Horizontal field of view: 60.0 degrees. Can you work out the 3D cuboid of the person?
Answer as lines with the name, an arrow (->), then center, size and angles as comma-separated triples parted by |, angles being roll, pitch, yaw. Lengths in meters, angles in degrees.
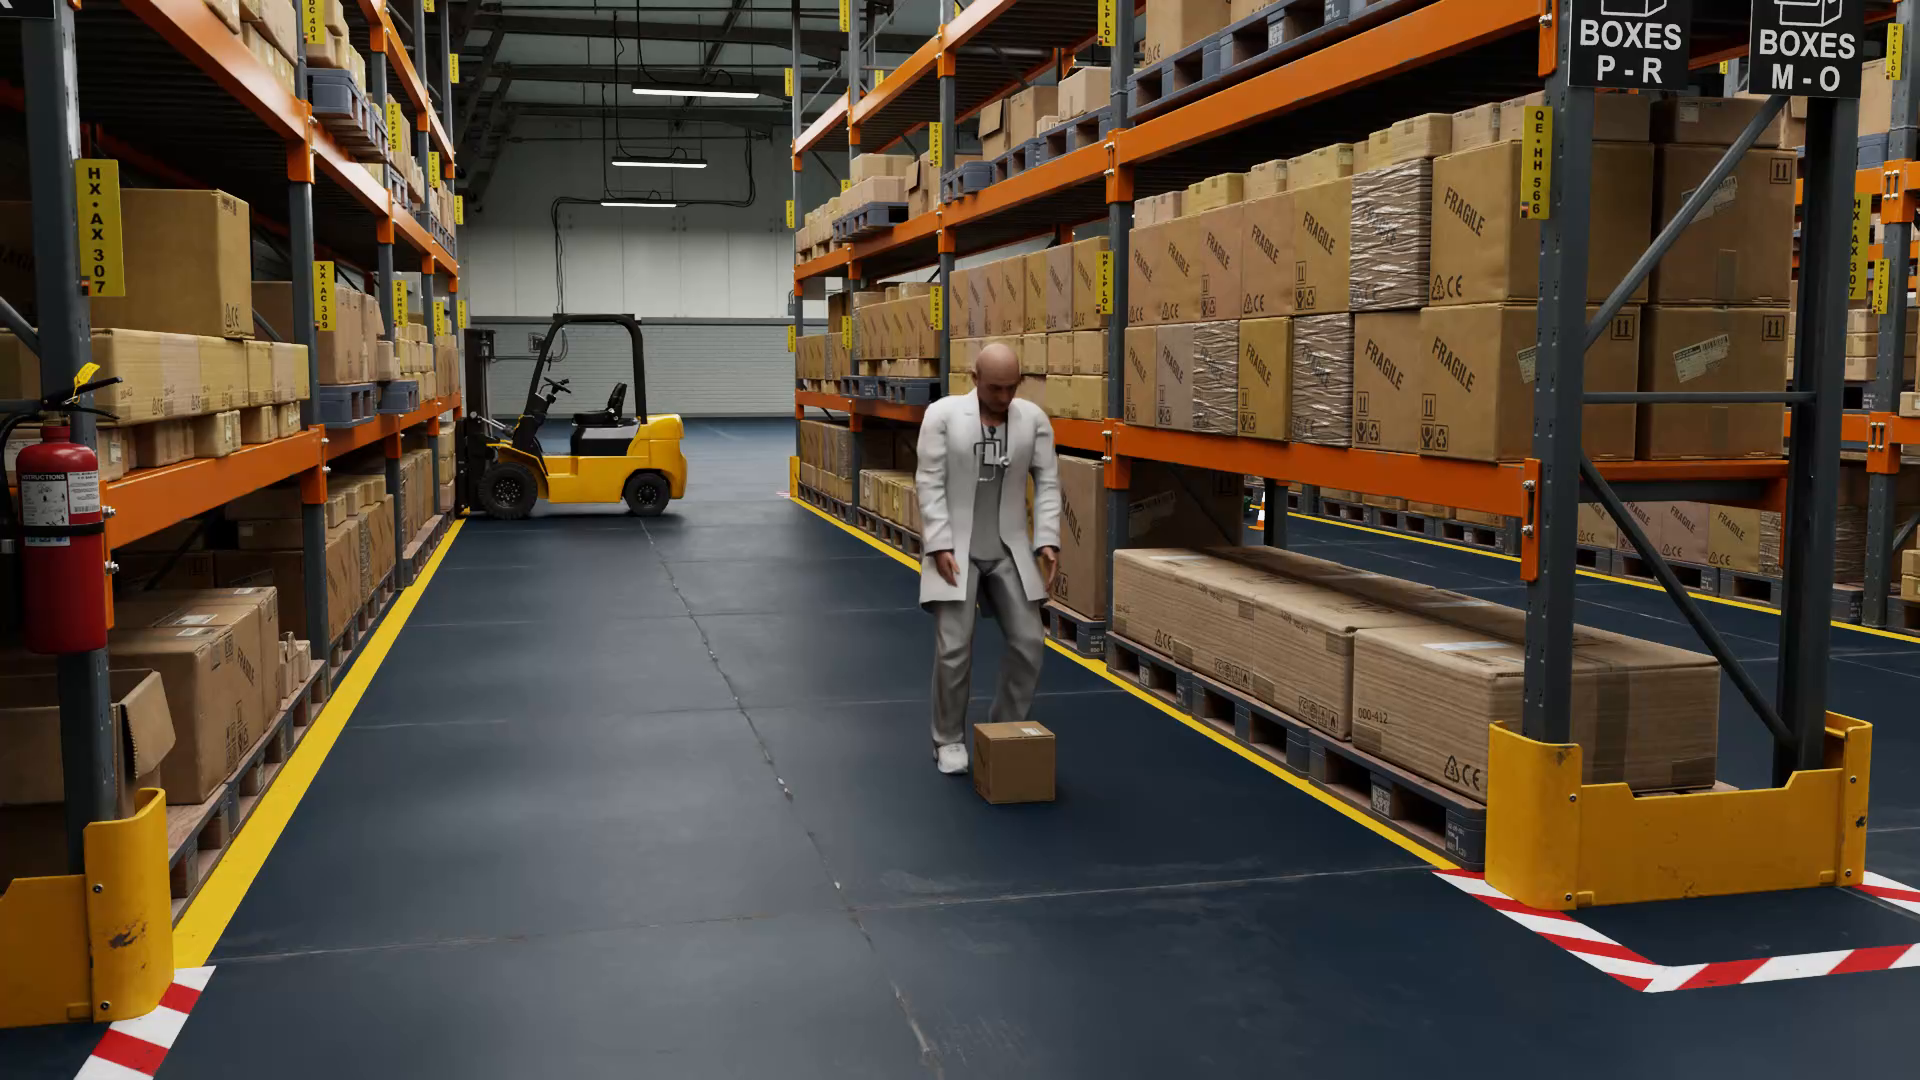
person -> 0.125, 0.563, 6.558 | 0.576, 0.828, 0.928 | -2, 6, -15
